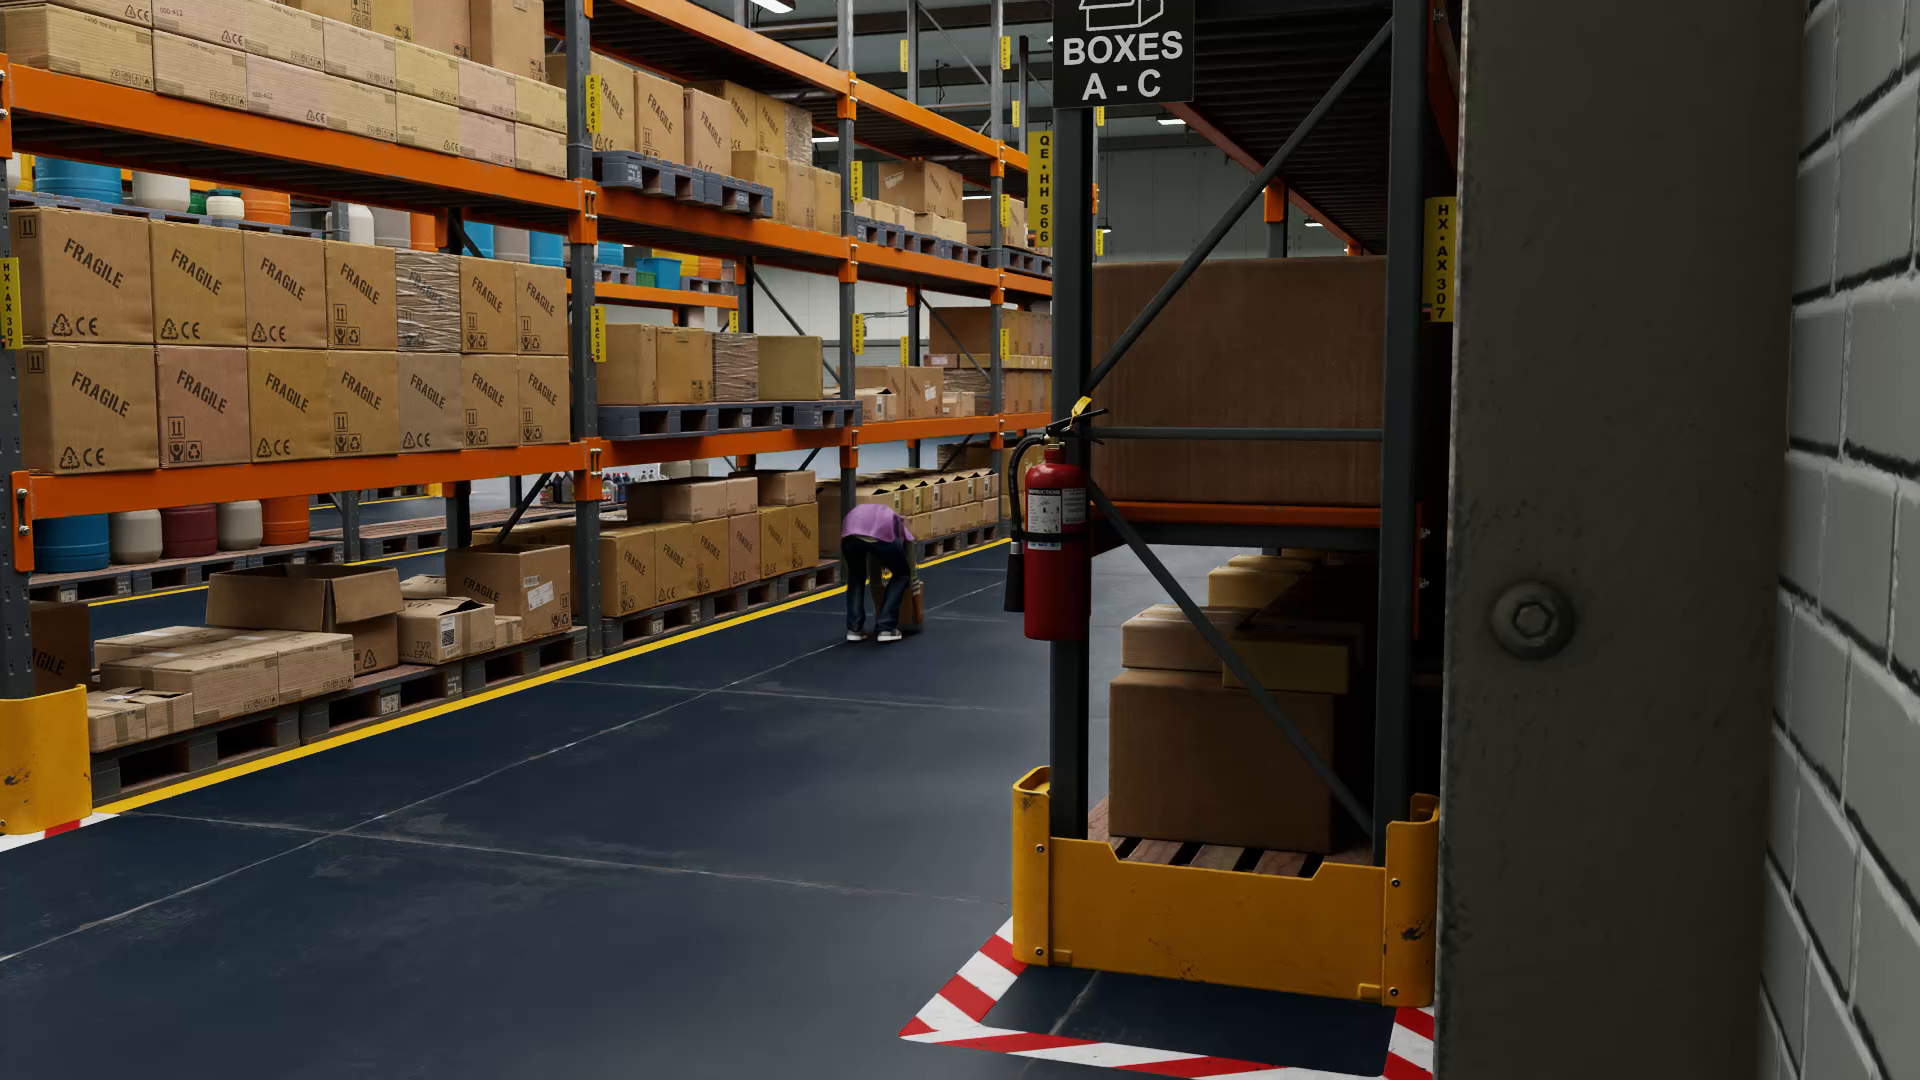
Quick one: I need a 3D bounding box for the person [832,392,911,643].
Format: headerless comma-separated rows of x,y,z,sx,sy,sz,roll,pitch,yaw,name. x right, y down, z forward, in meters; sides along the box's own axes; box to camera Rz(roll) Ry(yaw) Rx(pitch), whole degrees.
-0.576,-0.136,10.547,0.473,1.580,0.347,2,6,16,person
